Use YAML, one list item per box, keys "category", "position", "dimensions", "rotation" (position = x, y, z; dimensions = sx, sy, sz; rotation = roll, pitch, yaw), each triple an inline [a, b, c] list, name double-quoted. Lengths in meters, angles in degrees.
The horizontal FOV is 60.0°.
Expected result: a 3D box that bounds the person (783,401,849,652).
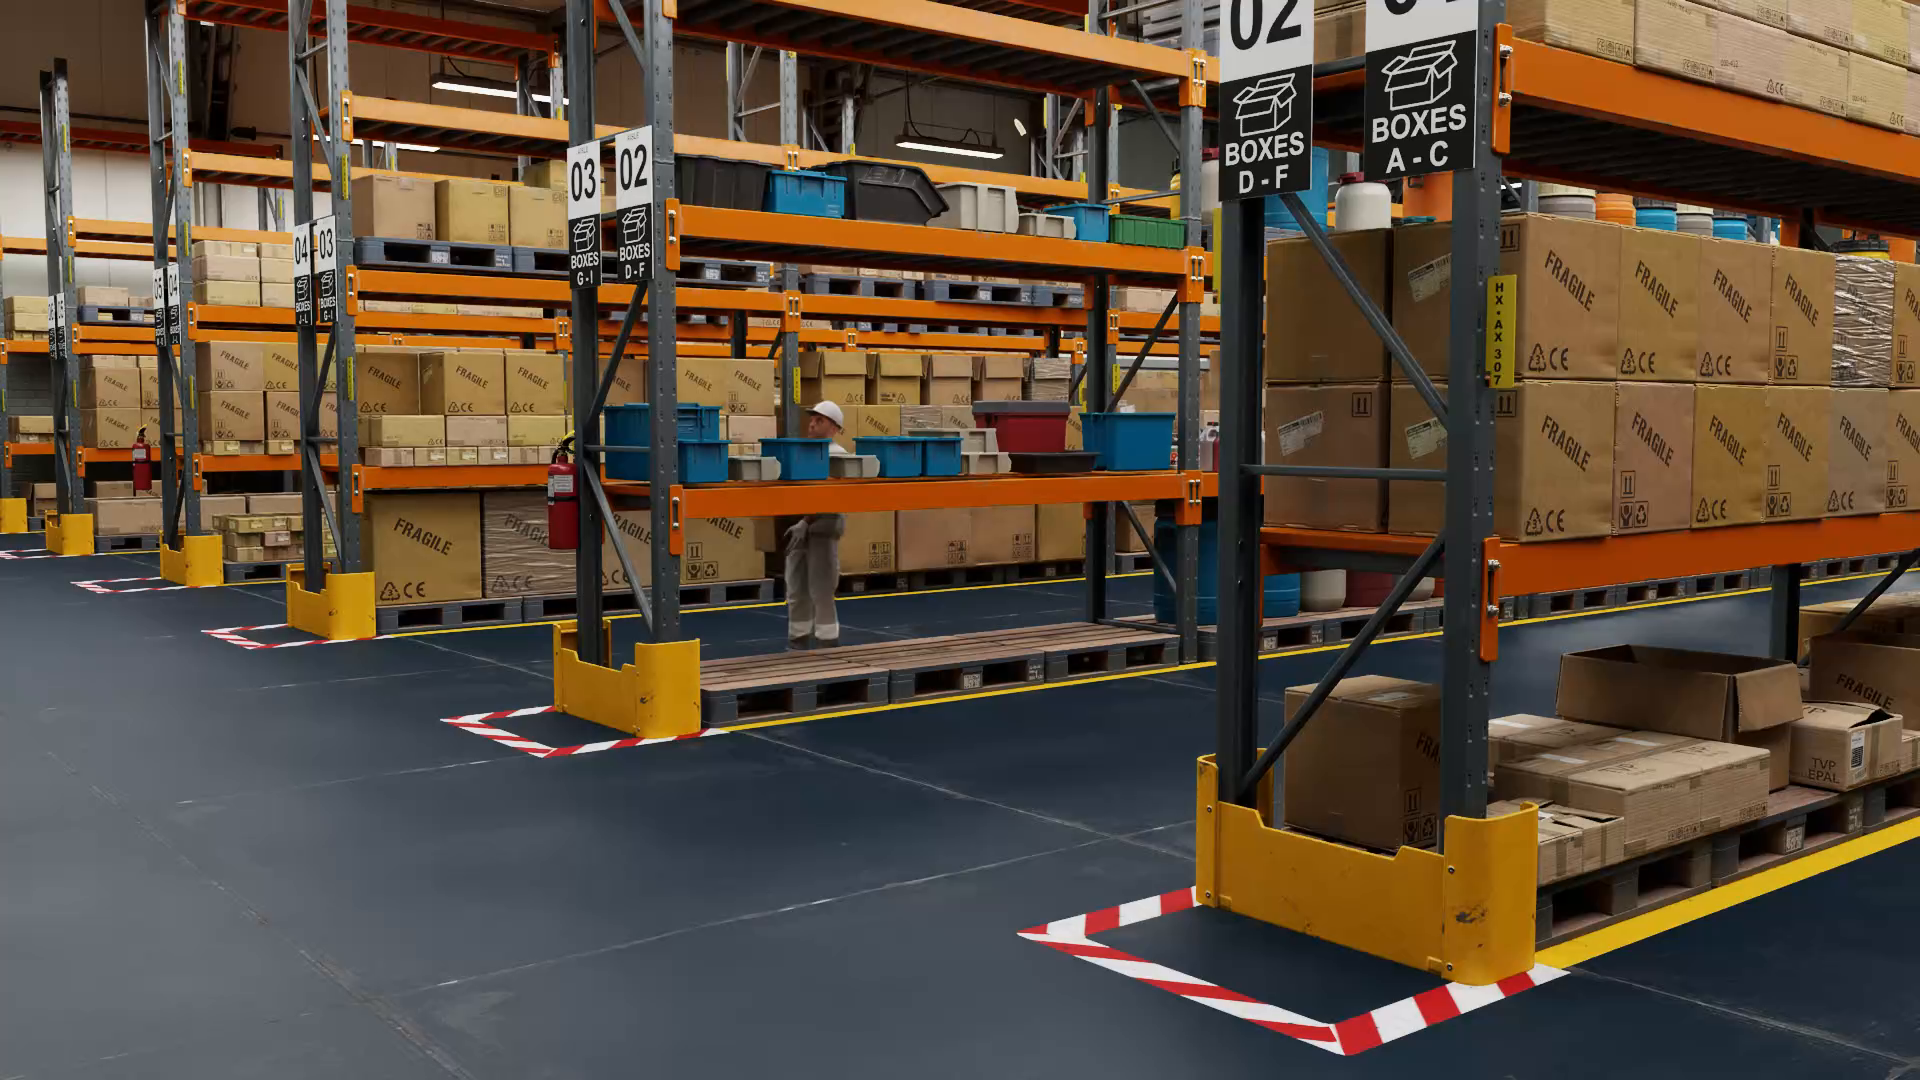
- category: "person"
  position: [-0.994, -0.002, 10.754]
  dimensions: [0.538, 1.793, 0.525]
  rotation: [-3, 5, -38]
